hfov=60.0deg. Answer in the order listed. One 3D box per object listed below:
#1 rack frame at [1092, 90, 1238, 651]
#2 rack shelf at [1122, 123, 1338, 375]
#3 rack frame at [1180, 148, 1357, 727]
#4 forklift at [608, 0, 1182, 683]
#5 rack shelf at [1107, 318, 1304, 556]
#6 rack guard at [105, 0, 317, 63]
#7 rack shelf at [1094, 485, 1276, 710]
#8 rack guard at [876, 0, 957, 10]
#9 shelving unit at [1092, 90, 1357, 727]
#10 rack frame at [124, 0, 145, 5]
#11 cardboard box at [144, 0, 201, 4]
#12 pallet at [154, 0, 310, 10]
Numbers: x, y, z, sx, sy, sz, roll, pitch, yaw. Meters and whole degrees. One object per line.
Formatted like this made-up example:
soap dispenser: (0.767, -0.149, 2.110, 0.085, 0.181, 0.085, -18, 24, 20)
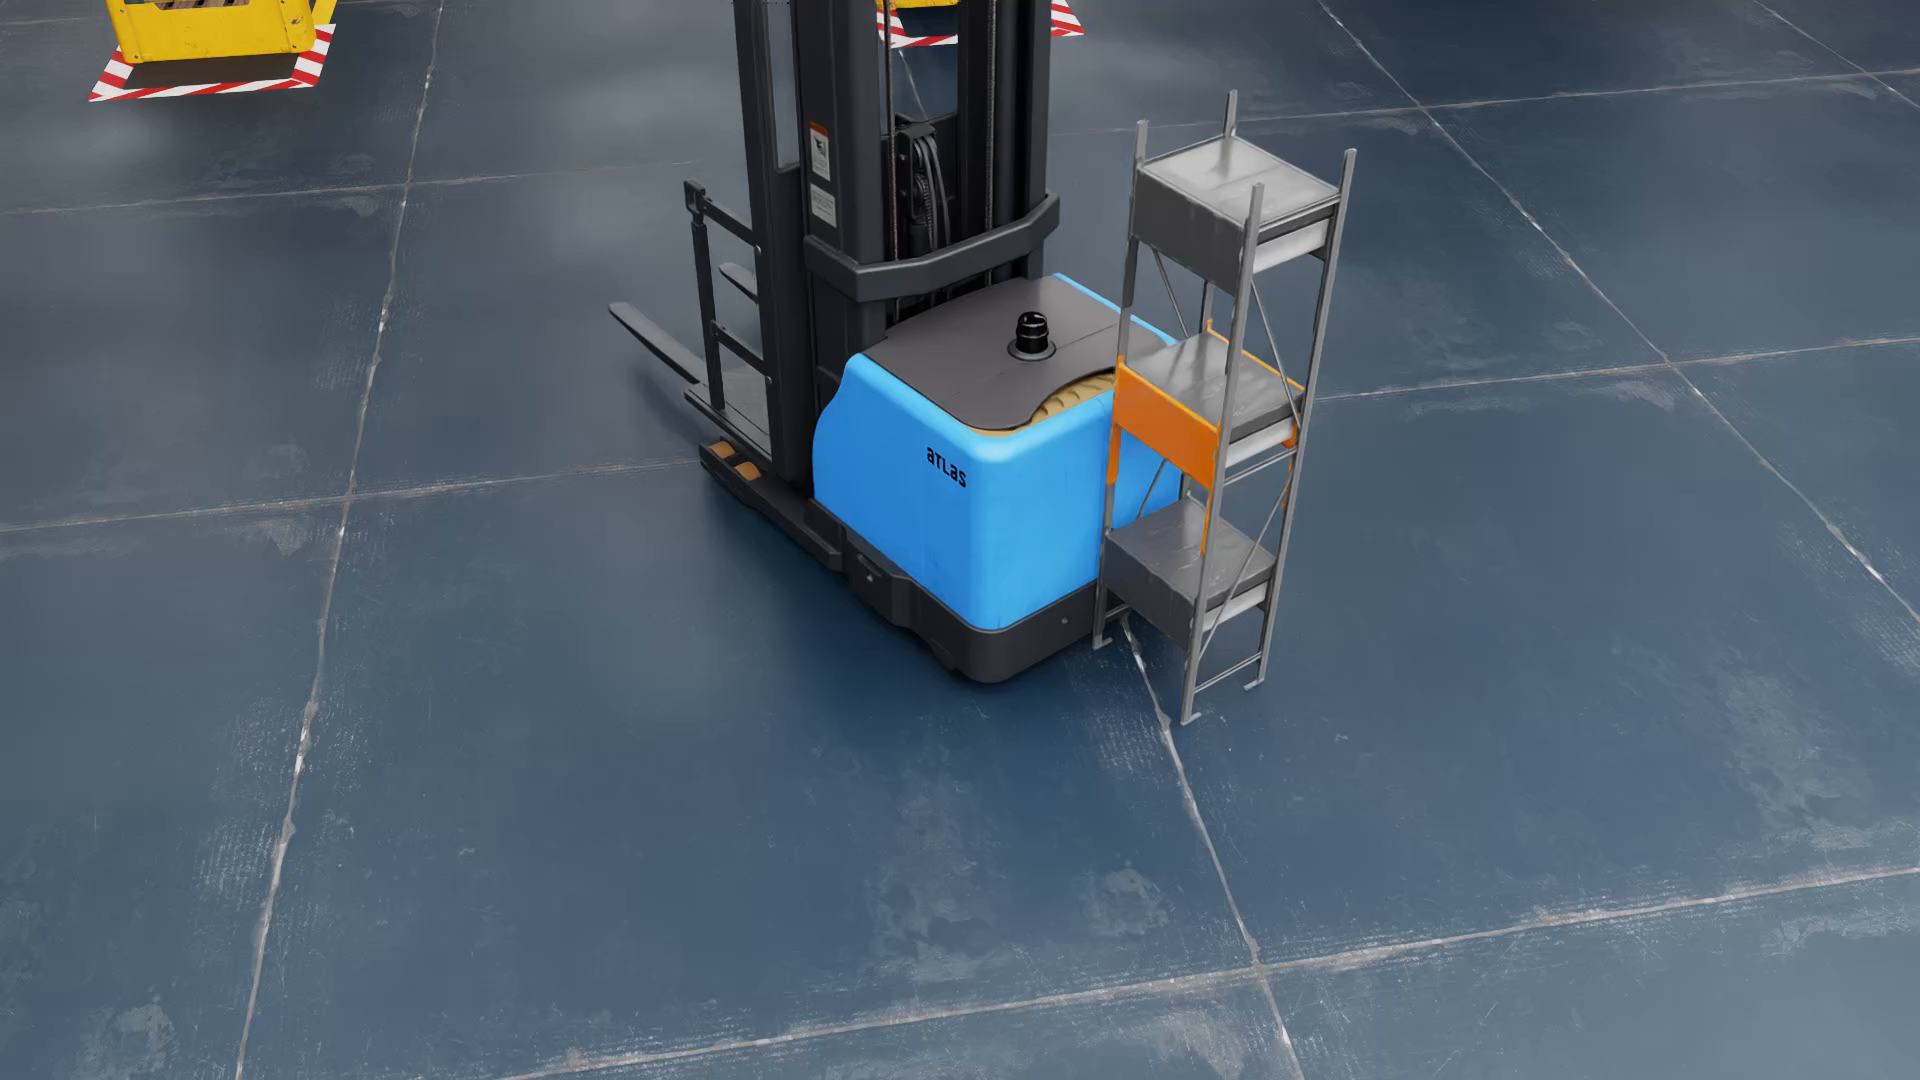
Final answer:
rack frame: (0.670, -0.481, 5.641, 0.400, 2.100, 0.015, -24, 45, -28)
rack shelf: (0.824, -0.892, 5.059, 0.431, 0.518, 0.480, -24, 45, -28)
rack frame: (0.960, -0.232, 5.337, 0.400, 2.100, 0.015, -24, 45, -28)
forklift: (-0.448, -1.486, 6.274, 1.130, 2.935, 3.031, -26, 45, -30)
rack shelf: (0.815, -0.346, 5.498, 0.431, 0.518, 0.480, -24, 45, -28)
rack guard: (-4.839, -3.424, 10.750, 1.175, 0.500, 0.348, -6, 38, -8)
rack shelf: (0.806, 0.199, 5.937, 0.431, 0.518, 0.480, -24, 45, -28)
rack guard: (-0.026, -4.010, 11.504, 1.175, 0.500, 0.348, -6, 38, -8)
shelving unit: (0.815, -0.357, 5.489, 0.431, 2.100, 0.503, -24, 45, -28)
rack frame: (-4.844, -4.426, 10.002, 1.000, 3.000, 0.127, -6, 38, -8)
cardboard box: (-5.229, -3.798, 11.093, 0.500, 0.250, 0.500, -6, 38, -8)
pallet: (-5.019, -3.782, 11.446, 1.003, 0.211, 1.213, -6, 38, -8)
